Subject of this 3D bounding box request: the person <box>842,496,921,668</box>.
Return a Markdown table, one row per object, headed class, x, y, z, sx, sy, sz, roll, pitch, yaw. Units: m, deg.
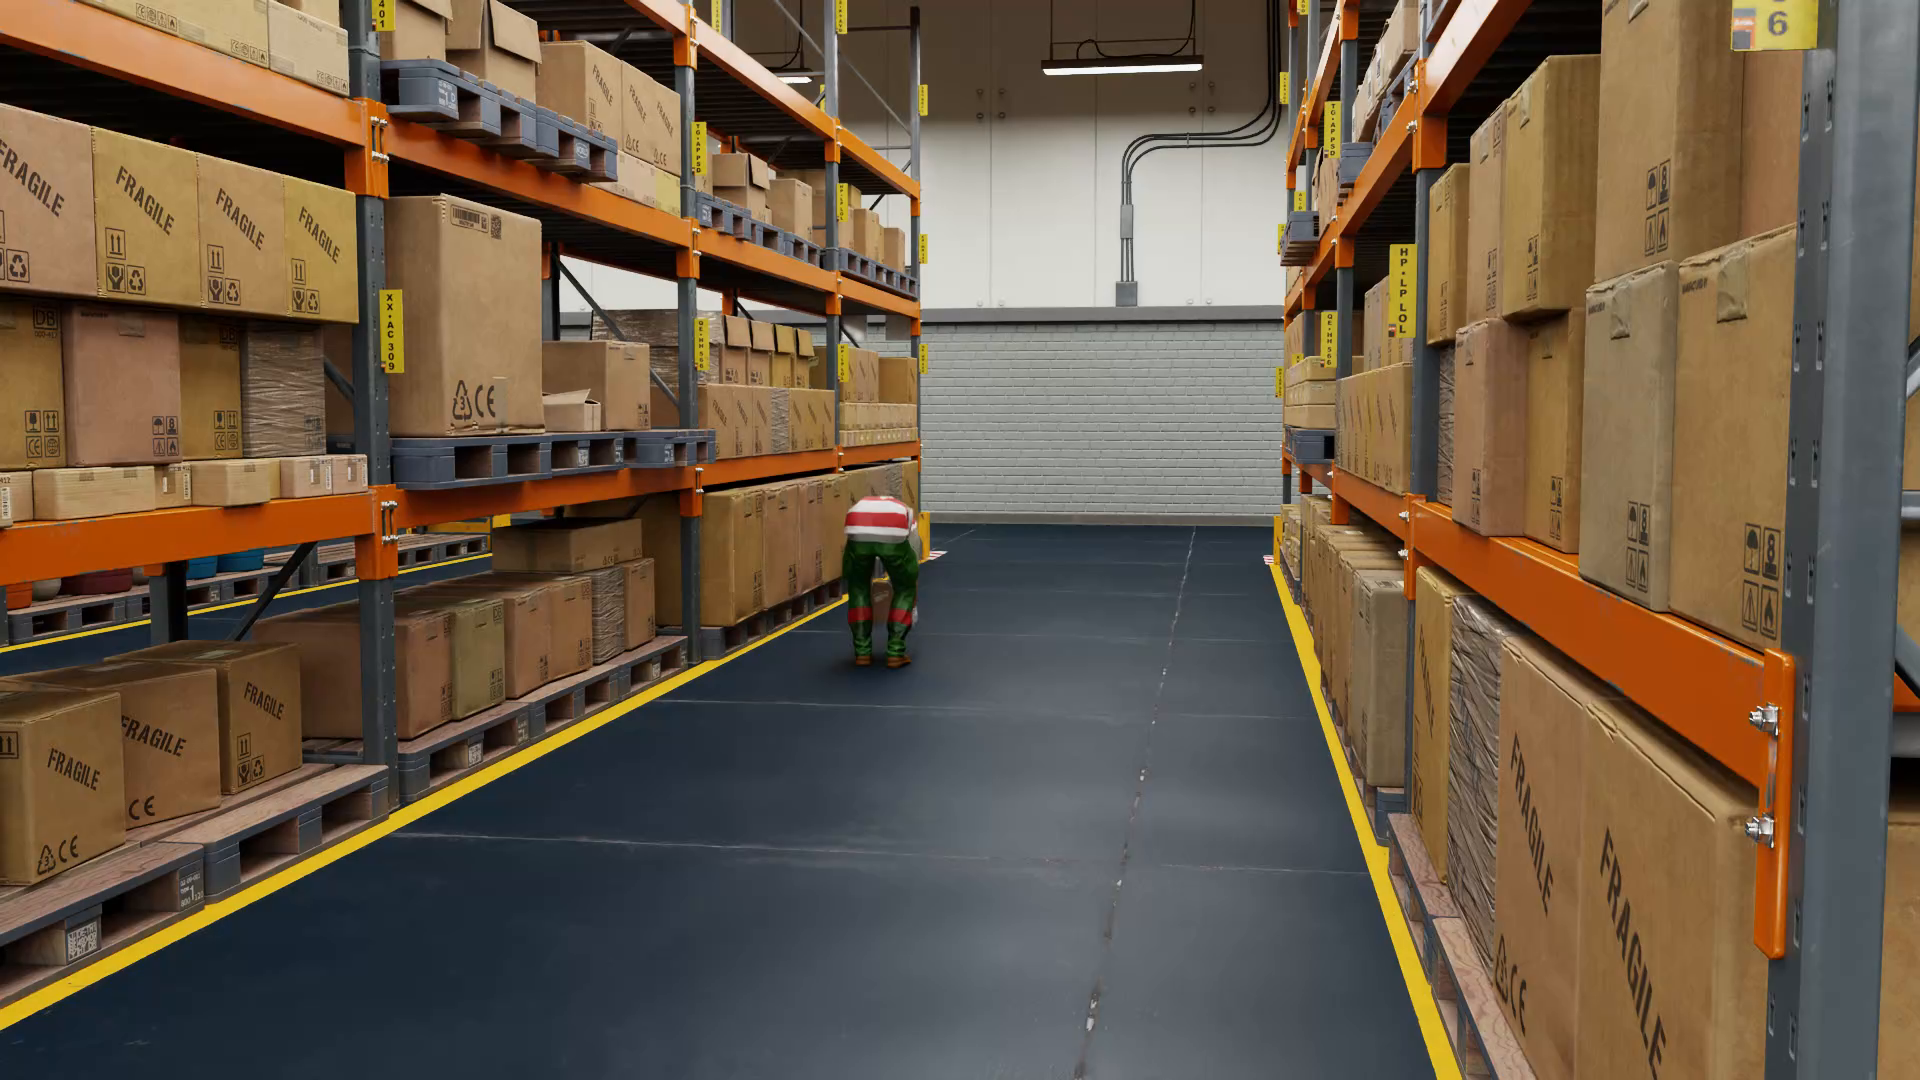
| class | x | y | z | sx | sy | sz | roll | pitch | yaw |
| --- | --- | --- | --- | --- | --- | --- | --- | --- | --- |
| person | -0.494 | 0.243 | 10.829 | 0.499 | 1.083 | 0.965 | 0 | 4 | 6 |
